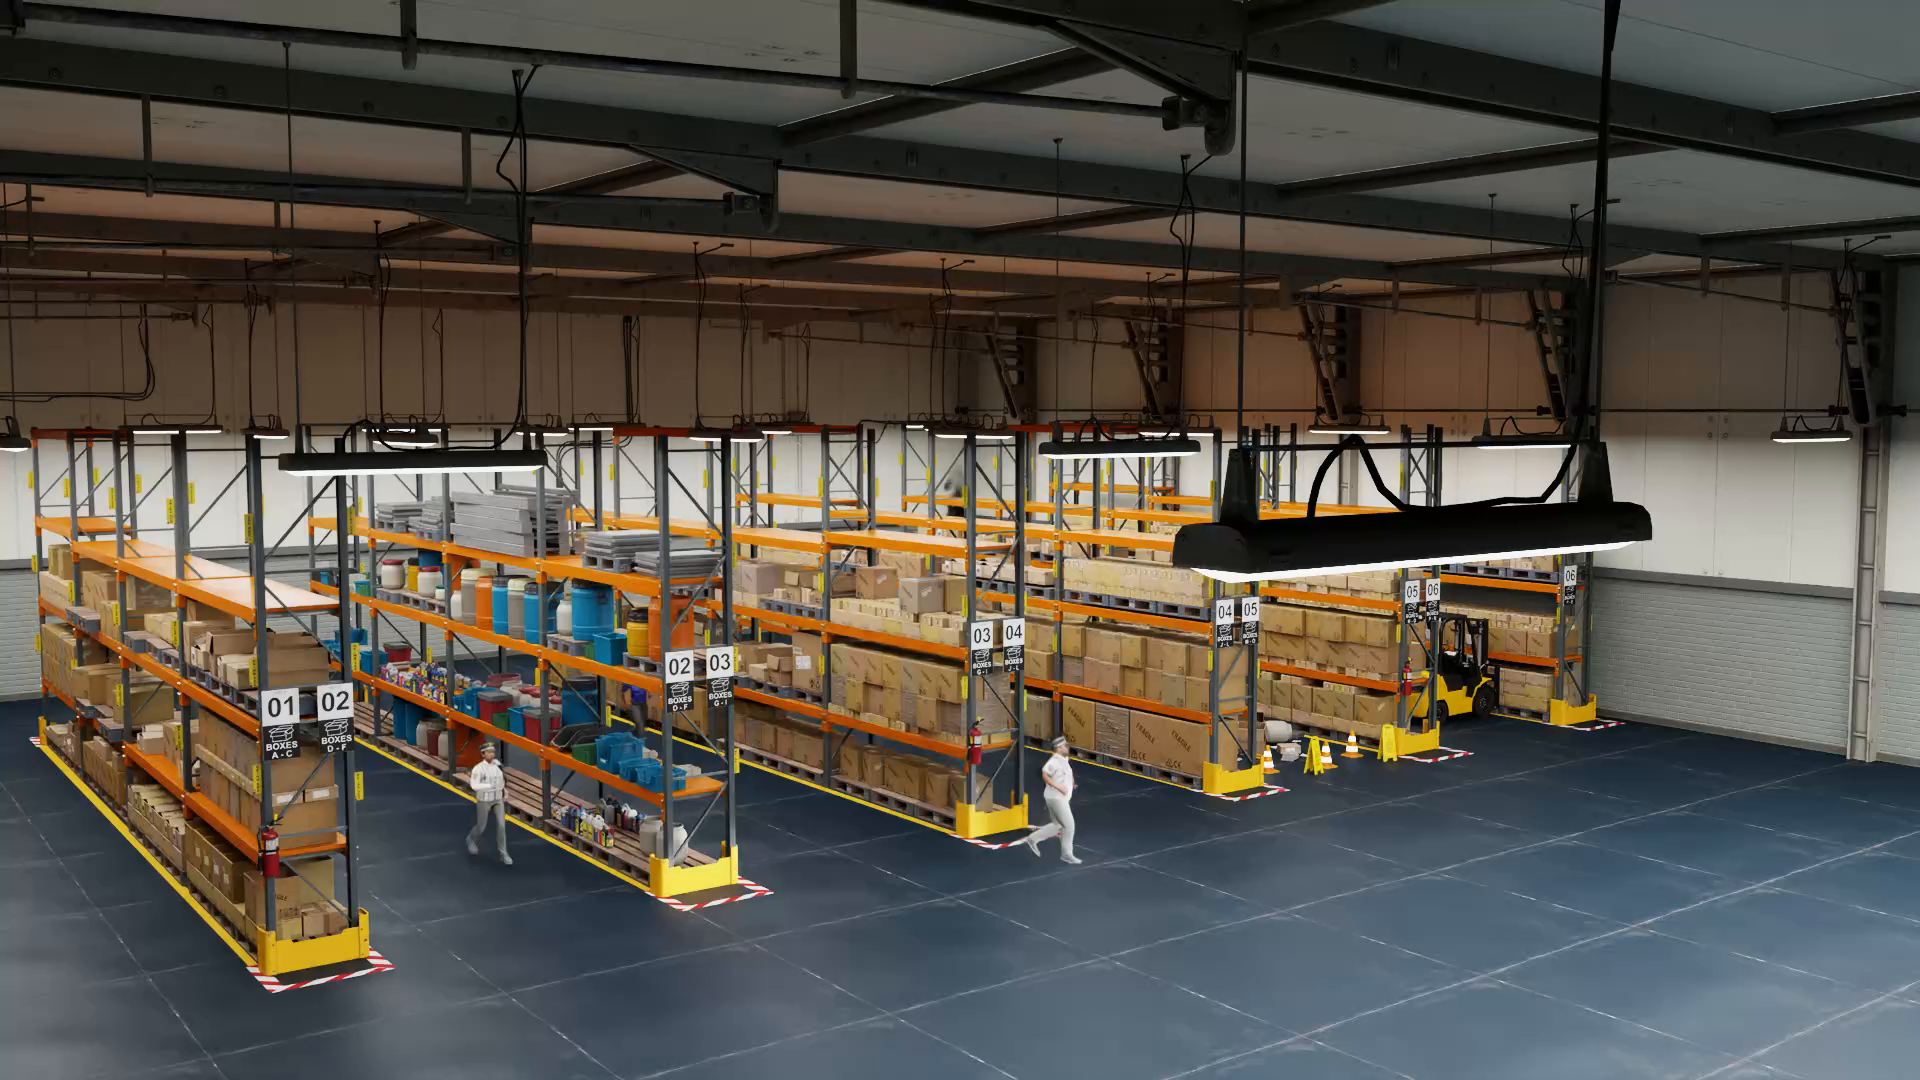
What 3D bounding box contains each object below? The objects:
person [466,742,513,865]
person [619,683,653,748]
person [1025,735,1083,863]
[{"bbox_3d":[-6.573,3.641,23.235,0.939,1.677,0.608,4,6,43],"label":"person"},{"bbox_3d":[-5.932,3.099,30.567,0.578,1.635,0.865,-4,6,-42],"label":"person"},{"bbox_3d":[1.345,3.637,23.457,0.846,1.776,0.706,1,5,13],"label":"person"}]
